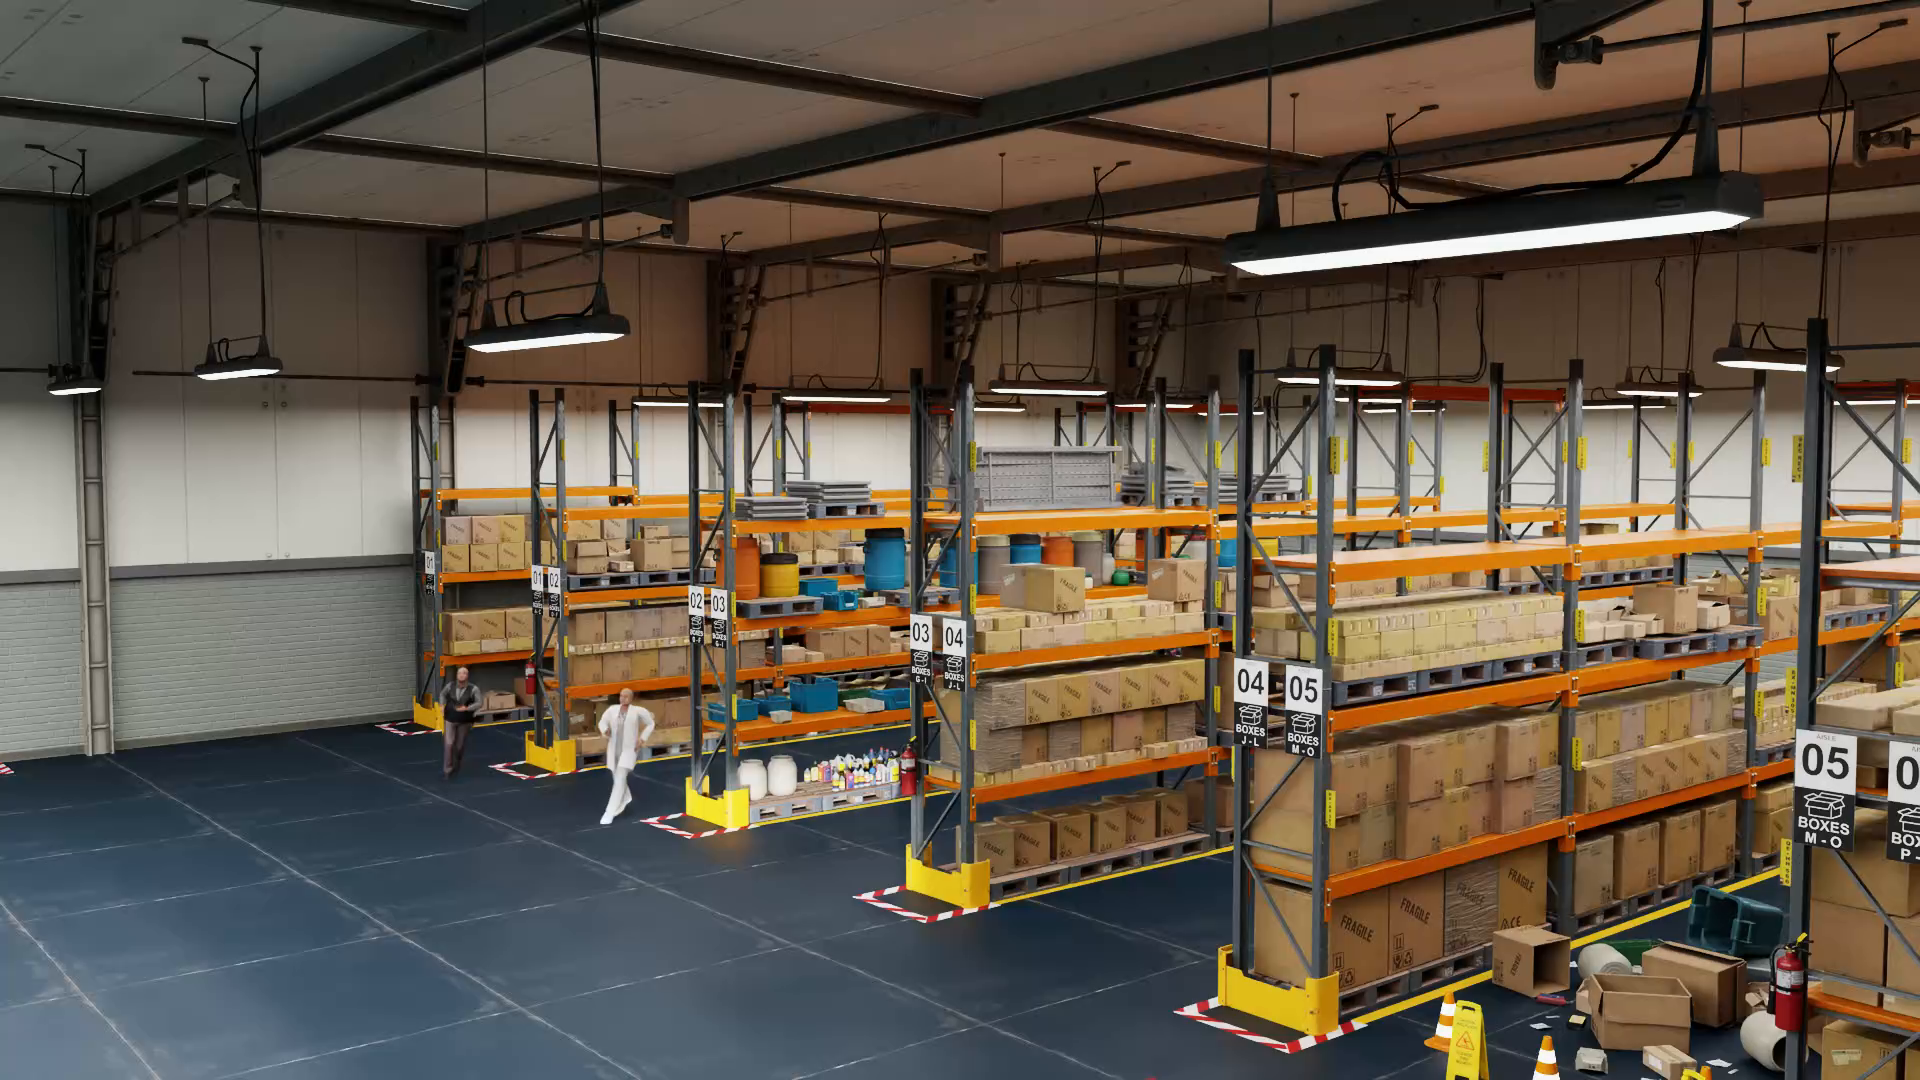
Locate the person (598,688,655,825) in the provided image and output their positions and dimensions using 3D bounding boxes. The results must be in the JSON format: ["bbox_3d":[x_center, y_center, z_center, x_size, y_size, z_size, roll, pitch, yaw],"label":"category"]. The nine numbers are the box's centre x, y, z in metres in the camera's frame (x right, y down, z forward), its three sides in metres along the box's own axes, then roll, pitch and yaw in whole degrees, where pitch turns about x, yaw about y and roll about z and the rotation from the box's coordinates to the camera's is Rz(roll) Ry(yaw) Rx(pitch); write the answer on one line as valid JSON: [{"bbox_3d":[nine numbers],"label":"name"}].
[{"bbox_3d":[-4.592,2.914,22.773,0.729,1.791,0.891,1,3,15],"label":"person"}]

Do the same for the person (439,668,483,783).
[{"bbox_3d":[-7.691,2.822,25.643,0.685,1.730,0.878,0,3,-8],"label":"person"}]
